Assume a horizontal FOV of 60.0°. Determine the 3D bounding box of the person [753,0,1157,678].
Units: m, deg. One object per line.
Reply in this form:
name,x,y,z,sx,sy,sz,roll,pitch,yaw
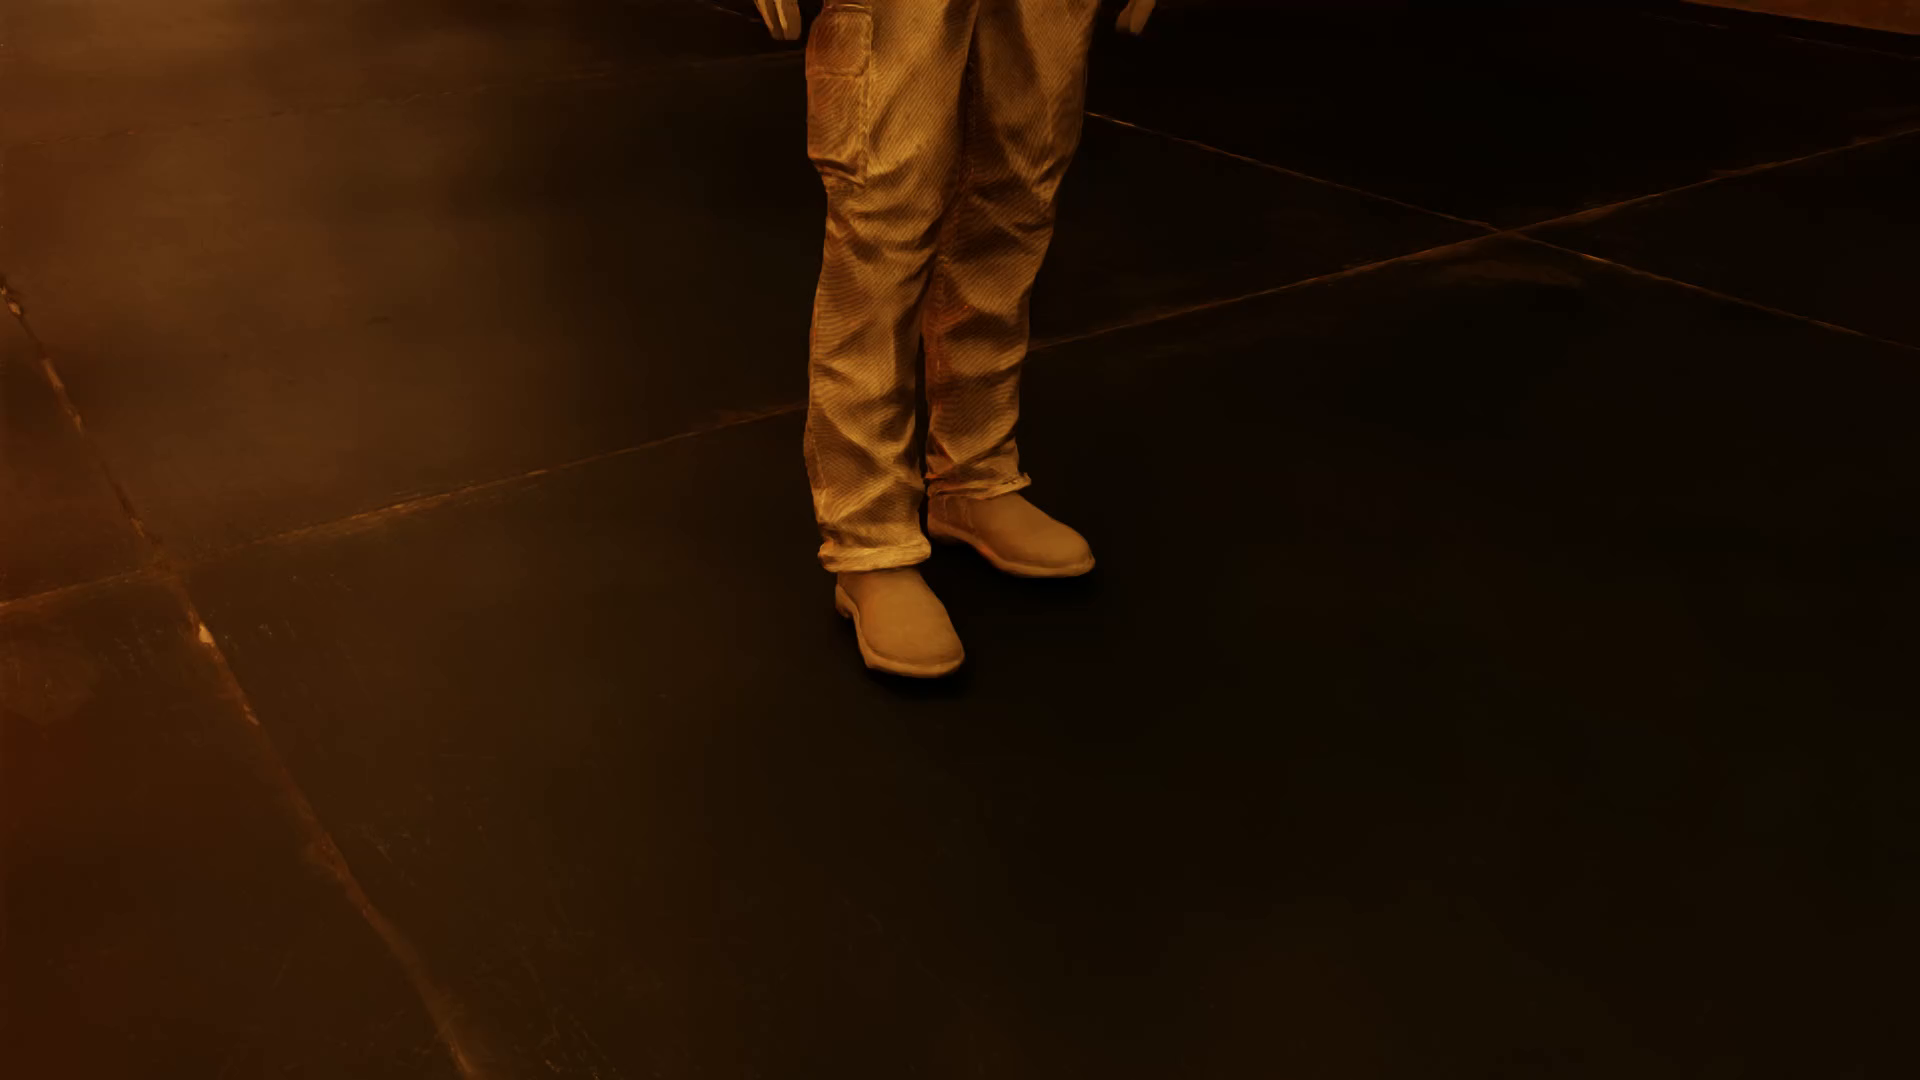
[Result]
person,0.035,-0.772,2.041,0.655,1.777,0.574,-17,31,-31
